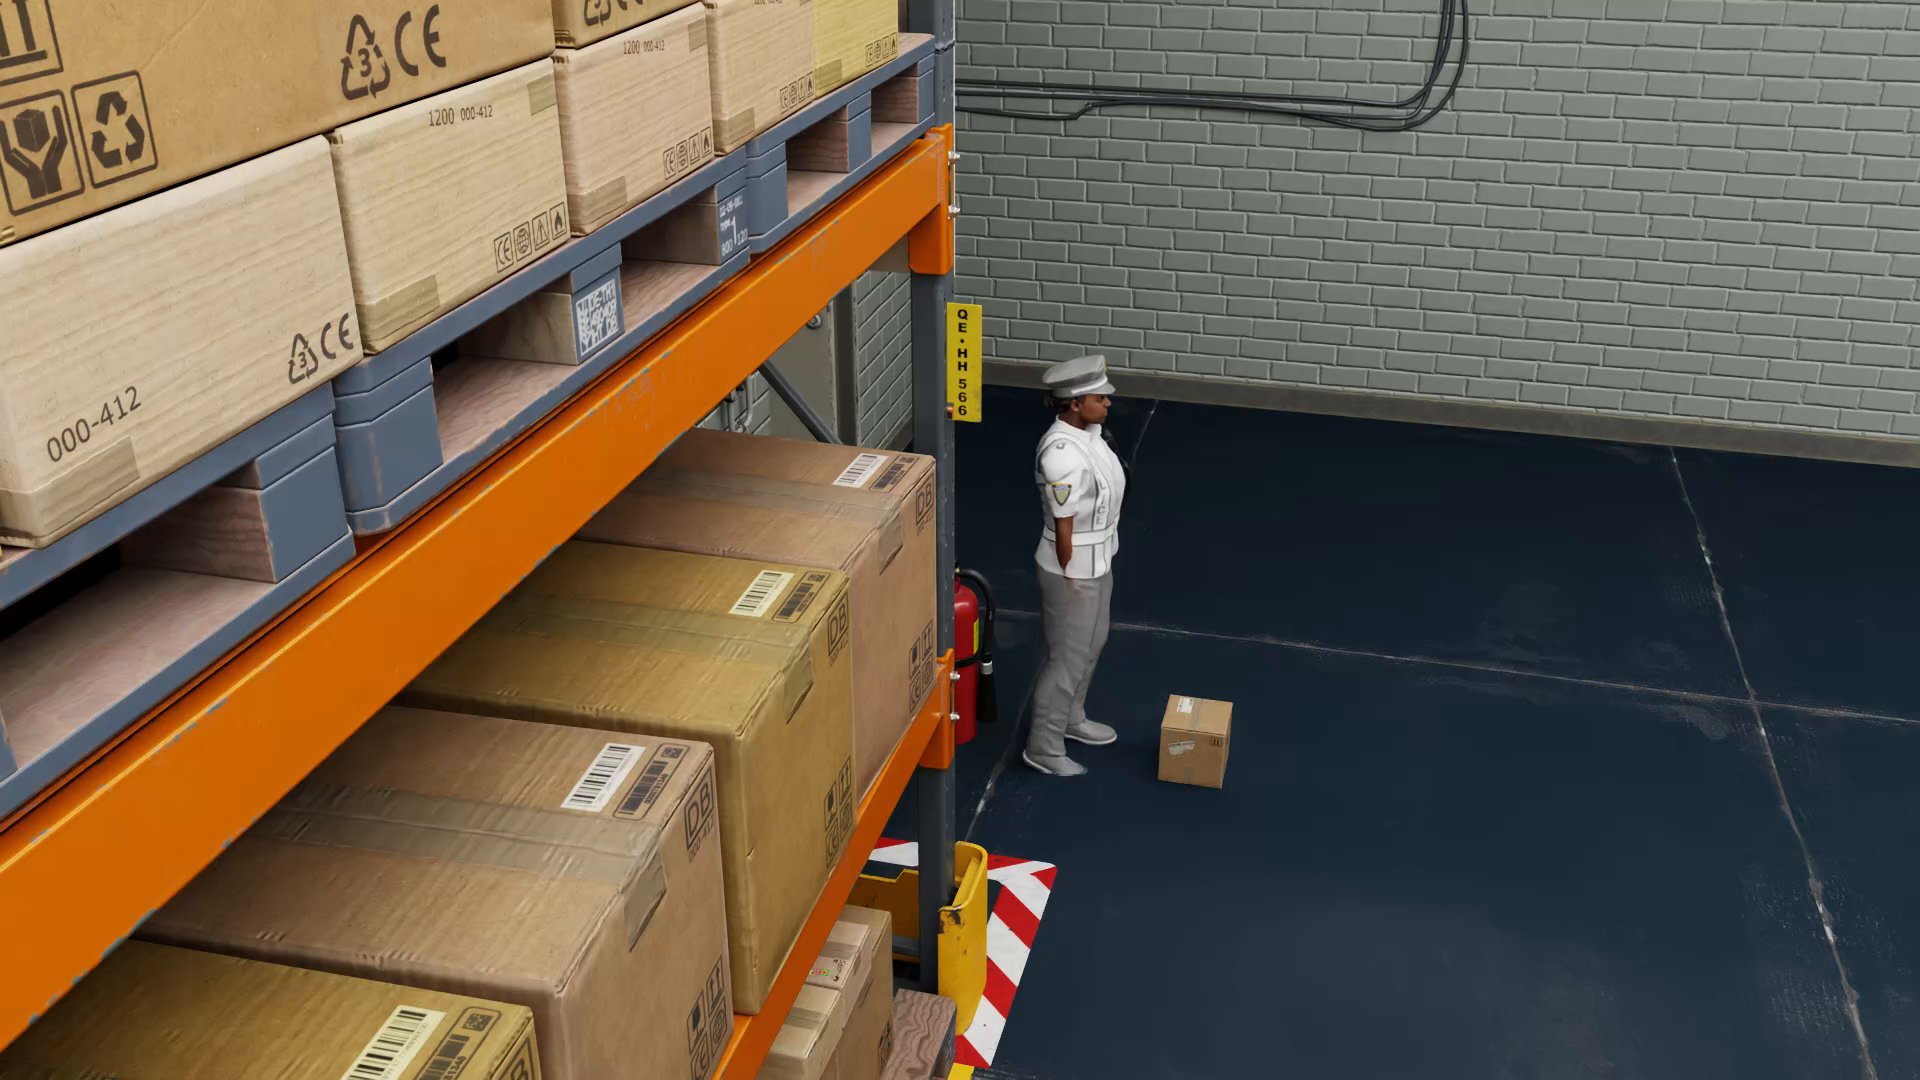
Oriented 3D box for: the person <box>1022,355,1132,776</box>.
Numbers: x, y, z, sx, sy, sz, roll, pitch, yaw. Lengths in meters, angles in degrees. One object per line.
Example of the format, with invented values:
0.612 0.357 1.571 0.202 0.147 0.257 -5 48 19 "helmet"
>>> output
3.882 2.696 0.799 10.277 1.882 10.475 7 26 14 "person"
